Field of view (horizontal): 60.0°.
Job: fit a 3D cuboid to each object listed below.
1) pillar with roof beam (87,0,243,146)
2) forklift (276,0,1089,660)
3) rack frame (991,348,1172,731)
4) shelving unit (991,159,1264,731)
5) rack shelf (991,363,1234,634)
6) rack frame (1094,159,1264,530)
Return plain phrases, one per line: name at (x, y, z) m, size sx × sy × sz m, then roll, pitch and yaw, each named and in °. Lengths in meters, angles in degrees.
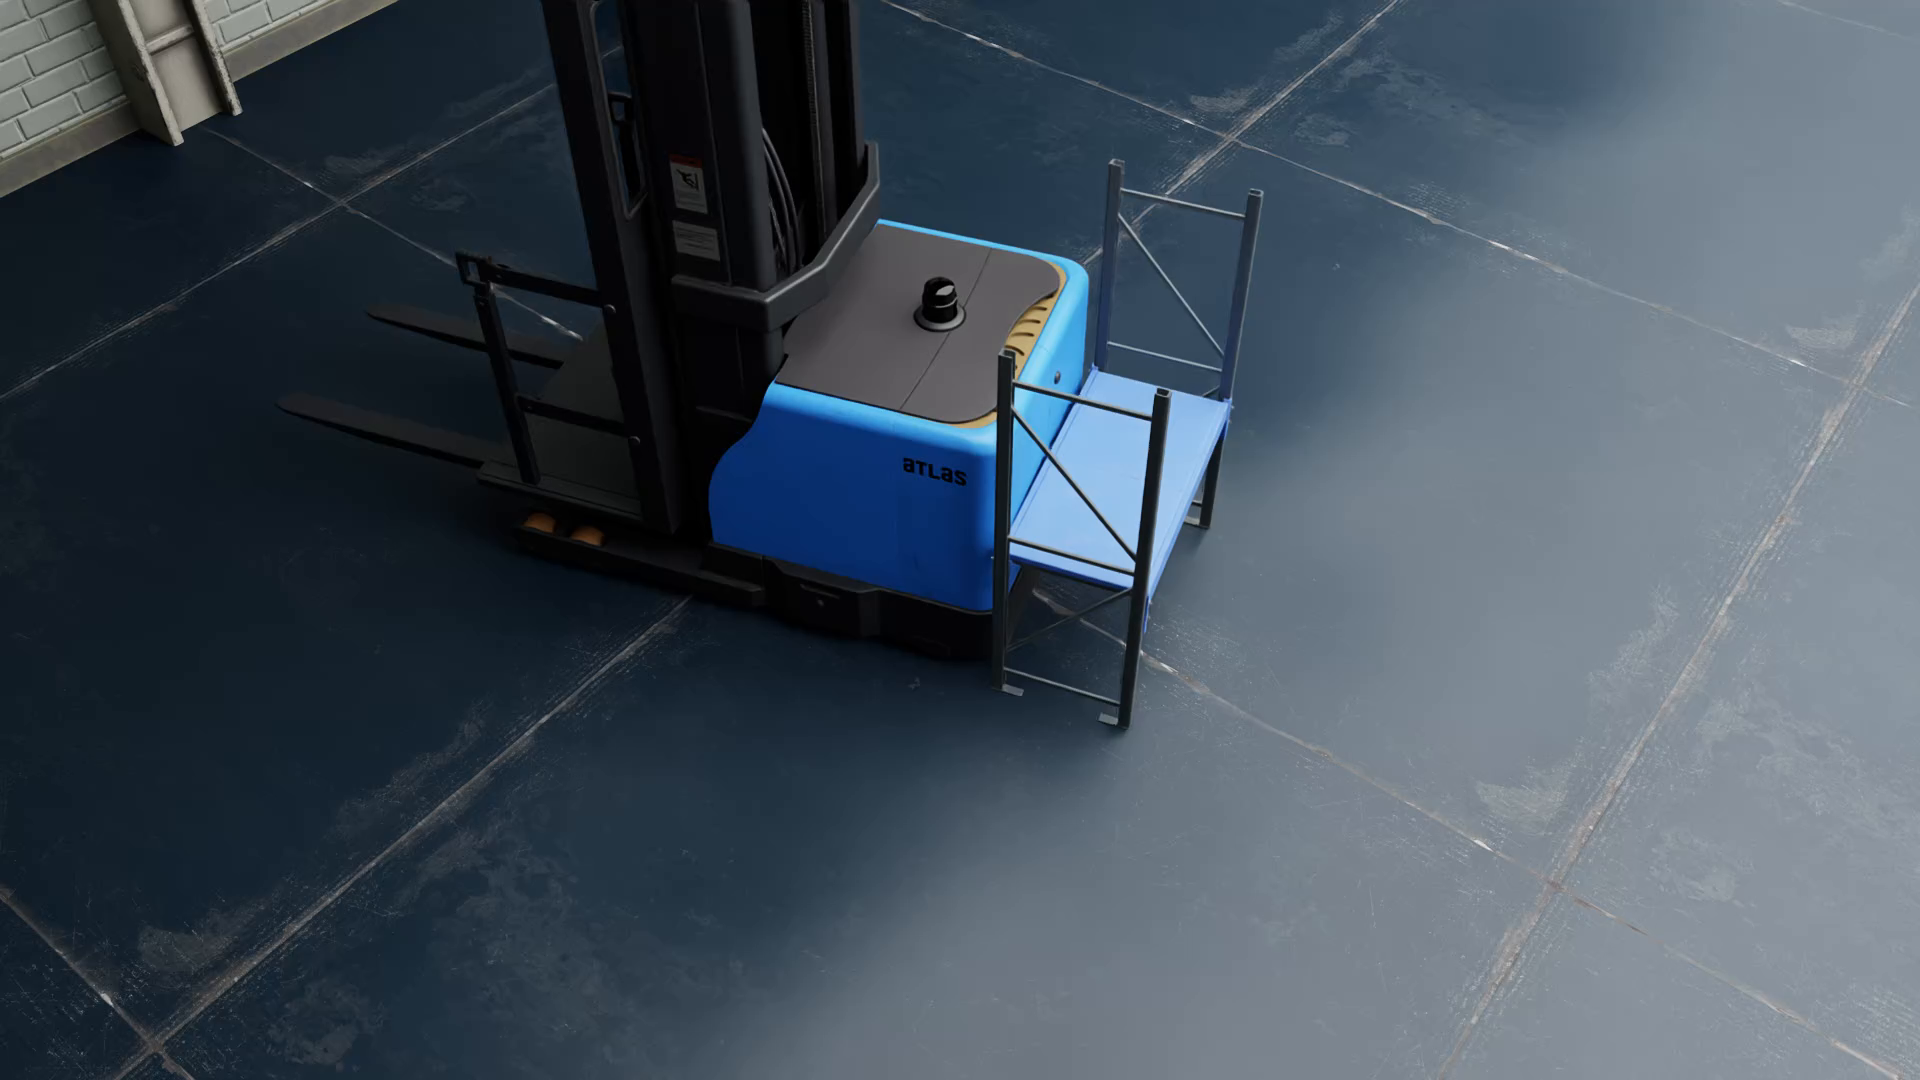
pillar with roof beam at (-0.409, -3.297, 3.176) m, size 9.100 × 9.000 × 0.400 m, roll 29°, pitch 53°, yaw 25°
forklift at (-1.118, -1.249, 5.416) m, size 3.031 × 2.935 × 1.130 m, roll 14°, pitch 48°, yaw 13°
rack frame at (0.345, 0.052, 5.163) m, size 0.500 × 1.500 × 0.032 m, roll 16°, pitch 48°, yaw 15°
shelving unit at (0.531, -0.290, 5.490) m, size 0.538 × 1.500 × 1.048 m, roll 16°, pitch 48°, yaw 15°
rack shelf at (0.531, -0.166, 5.620) m, size 0.538 × 0.185 × 1.000 m, roll 16°, pitch 48°, yaw 15°
rack frame at (0.716, -0.632, 5.817) m, size 0.500 × 1.500 × 0.032 m, roll 16°, pitch 48°, yaw 15°
